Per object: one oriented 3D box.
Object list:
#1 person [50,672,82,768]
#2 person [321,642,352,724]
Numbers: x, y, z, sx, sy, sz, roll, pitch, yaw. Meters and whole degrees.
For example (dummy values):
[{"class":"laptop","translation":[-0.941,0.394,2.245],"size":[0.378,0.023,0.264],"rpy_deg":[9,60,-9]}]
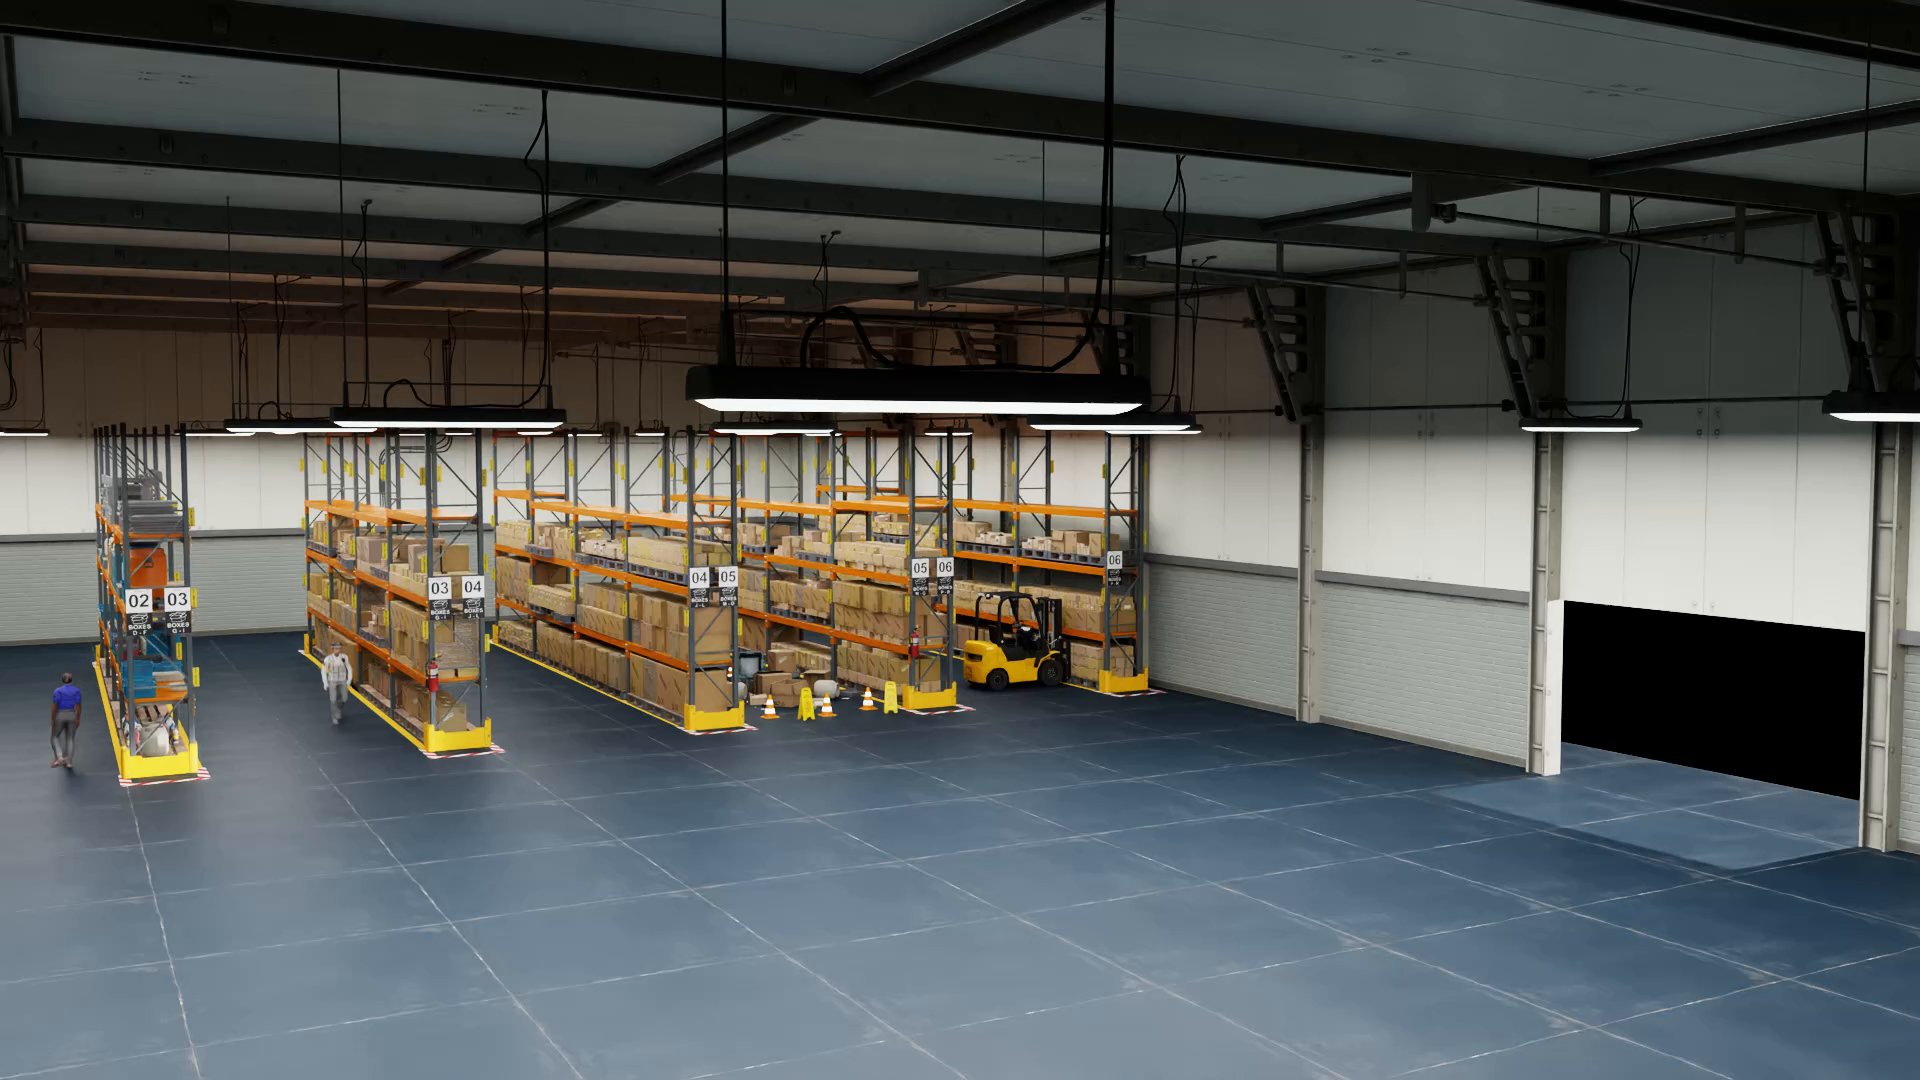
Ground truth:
[{"class":"person","translation":[-15.579,3.141,28.958],"size":[0.529,1.644,0.425],"rpy_deg":[-2,4,-36]},{"class":"person","translation":[-12.613,2.870,33.638],"size":[0.583,1.660,0.512],"rpy_deg":[-2,4,-30]}]
